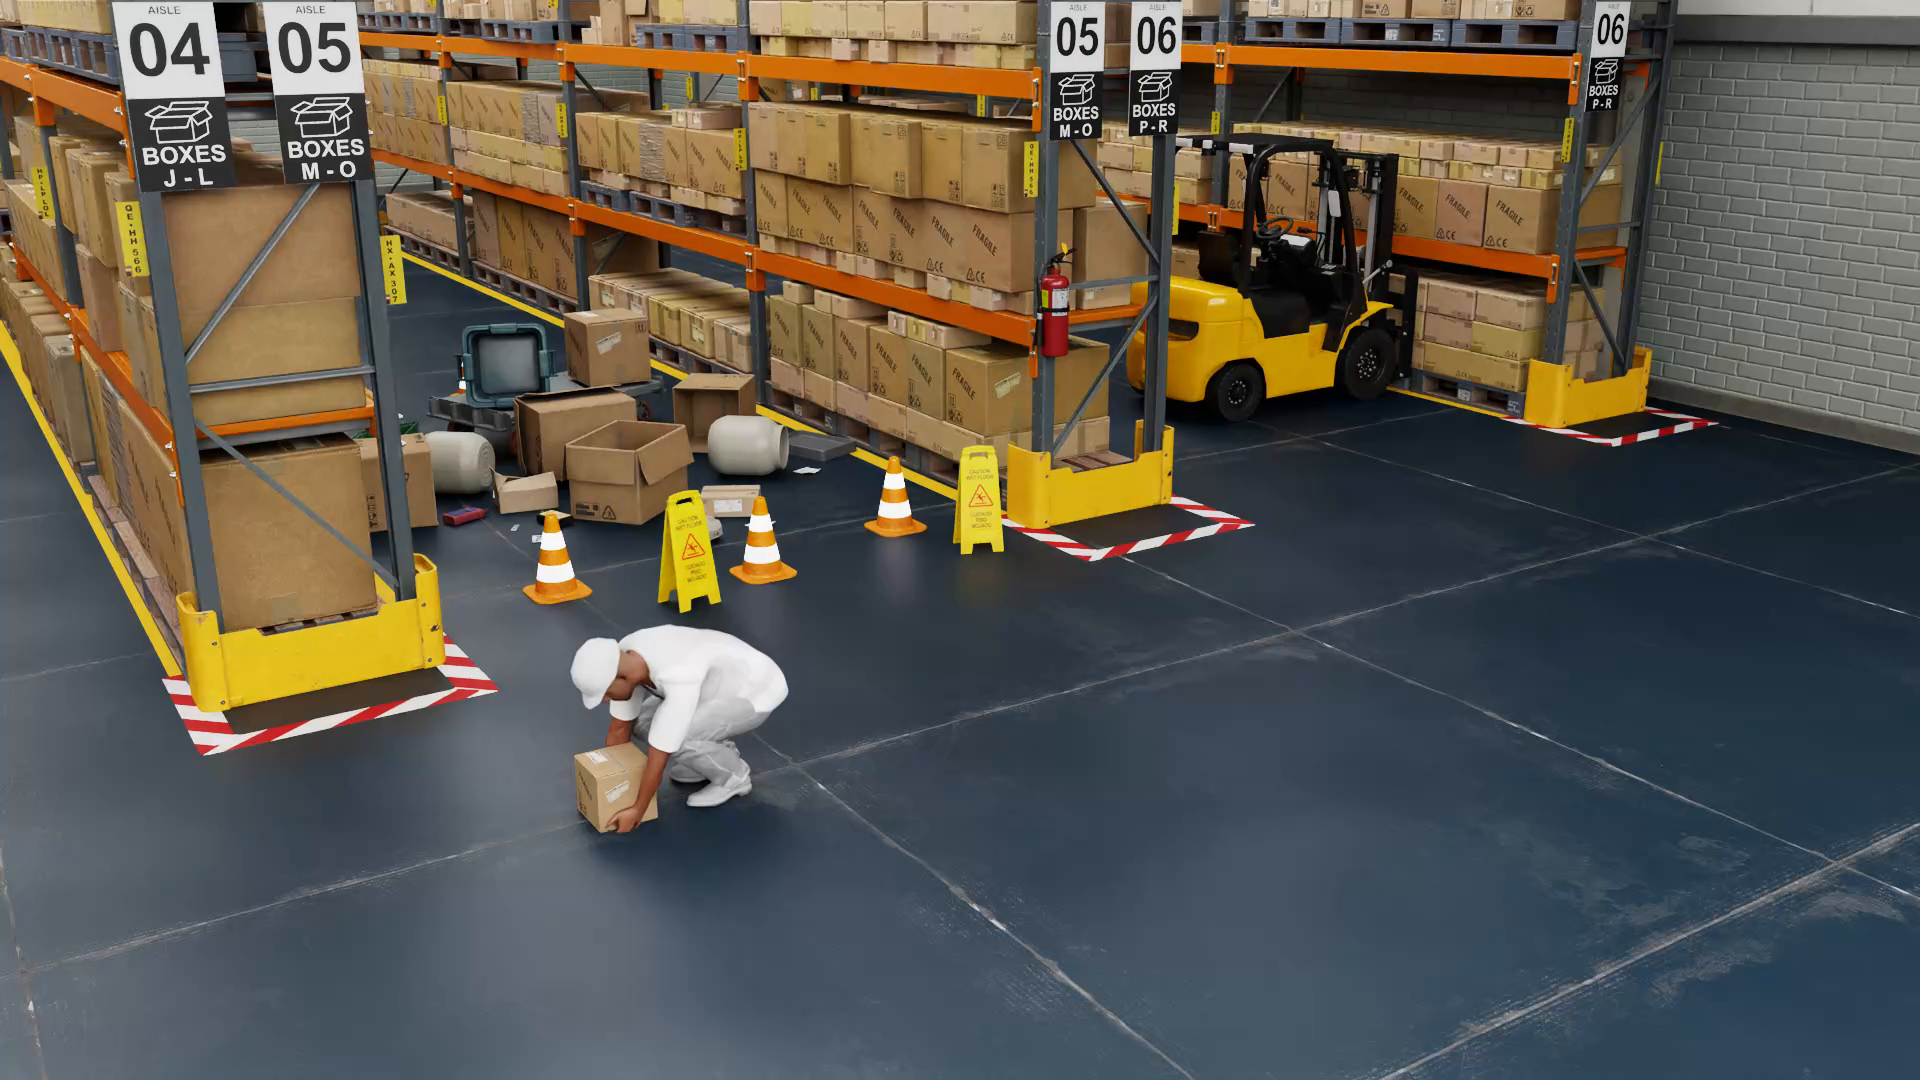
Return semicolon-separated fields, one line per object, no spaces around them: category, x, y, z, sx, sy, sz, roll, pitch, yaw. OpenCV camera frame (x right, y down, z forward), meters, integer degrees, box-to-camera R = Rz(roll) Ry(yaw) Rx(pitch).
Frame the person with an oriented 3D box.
person;-1.156;0.749;6.906;0.928;0.898;0.546;-12;21;-32
